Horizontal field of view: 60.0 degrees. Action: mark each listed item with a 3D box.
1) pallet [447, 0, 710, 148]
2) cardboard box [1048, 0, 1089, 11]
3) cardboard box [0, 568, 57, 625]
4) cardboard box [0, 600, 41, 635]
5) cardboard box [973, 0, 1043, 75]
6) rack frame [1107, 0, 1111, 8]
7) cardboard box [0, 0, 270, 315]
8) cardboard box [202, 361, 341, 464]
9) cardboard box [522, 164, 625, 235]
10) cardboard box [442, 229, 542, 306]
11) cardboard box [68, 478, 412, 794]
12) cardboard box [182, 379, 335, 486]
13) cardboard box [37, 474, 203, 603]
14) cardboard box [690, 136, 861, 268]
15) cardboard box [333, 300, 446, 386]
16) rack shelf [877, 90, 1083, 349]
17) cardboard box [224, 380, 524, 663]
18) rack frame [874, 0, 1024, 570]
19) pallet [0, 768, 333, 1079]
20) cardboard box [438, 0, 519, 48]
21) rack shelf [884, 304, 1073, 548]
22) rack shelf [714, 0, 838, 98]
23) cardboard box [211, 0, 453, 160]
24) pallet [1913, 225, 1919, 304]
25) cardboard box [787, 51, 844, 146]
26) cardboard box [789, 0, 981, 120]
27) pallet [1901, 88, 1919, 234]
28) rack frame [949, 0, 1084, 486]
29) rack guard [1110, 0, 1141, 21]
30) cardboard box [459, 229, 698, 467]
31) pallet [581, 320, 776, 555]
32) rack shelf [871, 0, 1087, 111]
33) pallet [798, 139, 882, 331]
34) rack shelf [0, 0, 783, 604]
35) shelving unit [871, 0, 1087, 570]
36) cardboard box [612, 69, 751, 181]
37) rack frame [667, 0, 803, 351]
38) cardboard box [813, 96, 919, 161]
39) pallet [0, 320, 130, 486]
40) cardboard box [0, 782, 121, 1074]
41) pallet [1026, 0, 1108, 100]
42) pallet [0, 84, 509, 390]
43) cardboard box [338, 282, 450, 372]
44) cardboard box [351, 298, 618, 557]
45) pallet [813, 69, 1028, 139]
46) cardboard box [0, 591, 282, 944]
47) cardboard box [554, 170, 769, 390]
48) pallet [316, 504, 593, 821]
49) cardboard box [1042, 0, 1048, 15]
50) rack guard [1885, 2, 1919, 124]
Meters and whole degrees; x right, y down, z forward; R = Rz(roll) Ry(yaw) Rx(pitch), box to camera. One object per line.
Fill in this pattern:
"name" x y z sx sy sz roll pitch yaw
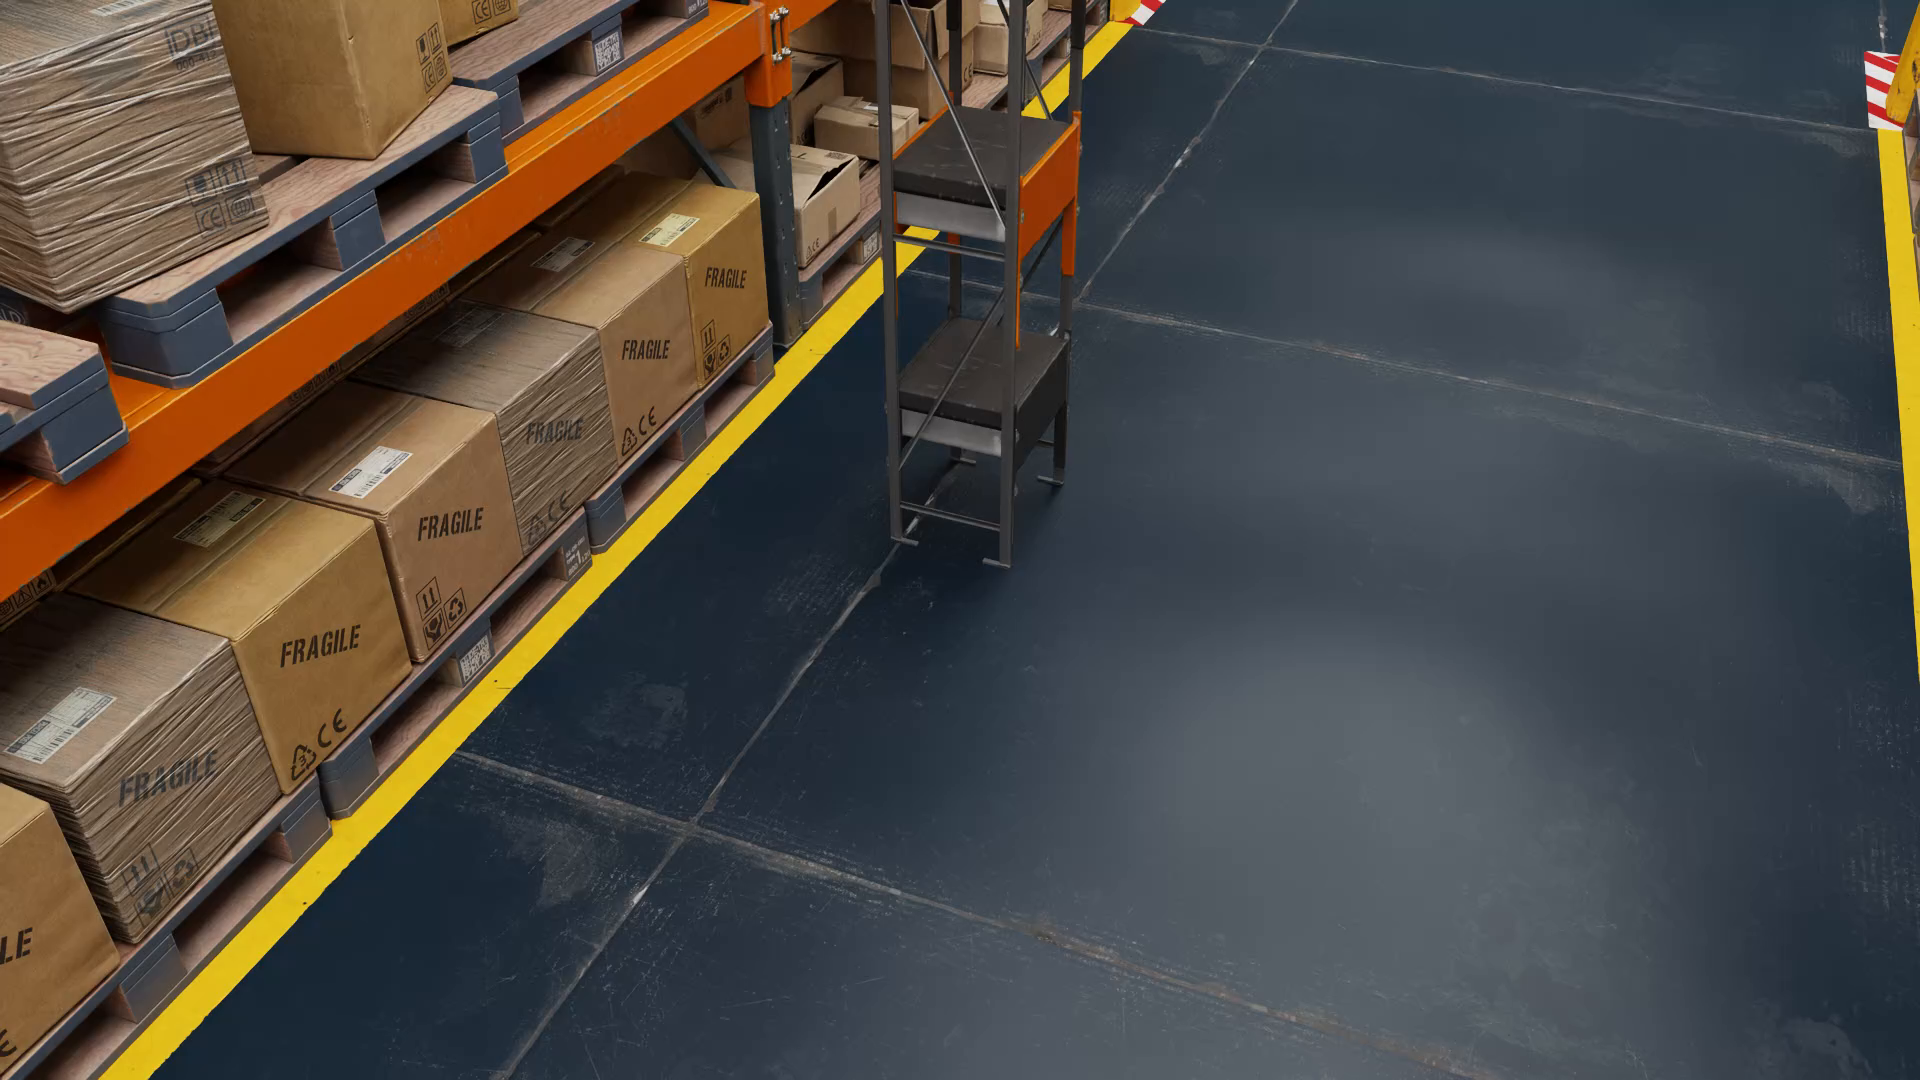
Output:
"pallet" -1.483 -1.560 4.992 1.003 0.211 1.213 14 39 18
"cardboard box" 0.465 -3.087 8.595 0.500 0.500 0.500 14 39 18
"cardboard box" -2.444 0.082 3.730 0.500 0.250 0.500 15 39 19
"cardboard box" -2.462 0.414 3.911 0.500 0.500 0.500 15 39 20
"cardboard box" 0.075 -2.468 7.975 0.500 0.250 0.500 14 39 18
"rack frame" 0.444 -4.269 8.456 1.000 3.000 0.127 14 39 18
"cardboard box" -1.940 -0.885 3.495 0.700 0.500 0.500 21 42 26
"cardboard box" -2.059 -0.486 4.489 0.500 0.250 0.500 13 39 17
"cardboard box" -1.488 -1.017 5.826 0.500 0.500 0.500 12 38 16
"cardboard box" -1.680 -0.719 5.427 0.500 0.500 0.500 14 39 18
"cardboard box" -1.773 0.231 4.156 0.500 0.500 0.500 13 39 17
"cardboard box" -2.070 -0.164 4.685 0.500 0.500 0.500 12 39 16
"cardboard box" -2.264 0.128 4.294 0.500 0.500 0.500 12 39 16
"cardboard box" -0.719 -1.337 6.411 0.500 0.311 0.500 14 39 18
"cardboard box" -1.877 -0.444 5.059 0.500 0.500 0.500 14 39 18
"rack shelf" 0.063 -0.922 4.752 0.431 0.518 0.480 14 39 18
"cardboard box" -1.580 -0.059 4.544 0.500 0.500 0.500 13 39 16
"rack frame" -0.030 -0.798 4.563 0.400 2.100 0.015 14 39 18
"pallet" -2.281 0.872 3.906 1.003 0.211 1.213 14 39 18
"cardboard box" -1.668 -1.656 4.526 0.700 0.500 0.500 20 41 25
"rack shelf" 0.063 -0.361 5.171 0.431 0.518 0.480 14 39 18
"rack shelf" -0.317 -2.874 7.190 1.077 0.370 4.000 14 39 18
"cardboard box" -1.693 -1.270 4.010 0.700 0.500 0.500 5 37 6
"pallet" 4.208 -0.901 6.279 1.003 0.211 1.213 14 39 18
"cardboard box" -0.838 -1.949 7.230 0.500 0.311 0.500 14 39 18
"cardboard box" -0.368 -2.272 7.502 0.797 0.503 0.637 14 39 18
"pallet" 4.673 -1.574 7.179 1.003 0.211 1.213 14 39 18
"rack frame" 0.156 -1.068 4.925 0.400 2.100 0.015 14 39 18
"rack guard" 0.415 -3.226 9.148 1.175 0.500 0.348 14 39 18
"cardboard box" -1.197 -0.619 5.293 0.500 0.500 0.500 14 39 18
"pallet" -1.353 -0.478 5.714 1.003 0.211 1.213 14 39 18
"rack shelf" 0.063 -1.482 4.333 0.431 0.518 0.480 14 39 18
"pallet" -0.816 -1.317 6.836 1.003 0.211 1.213 14 39 18
"rack shelf" -1.839 -0.659 4.227 1.077 0.370 4.000 14 39 18
"shelving unit" 0.063 -0.933 4.744 0.431 2.100 0.503 14 39 18
"cardboard box" -1.124 -1.609 6.618 0.500 0.500 0.500 14 39 18
"rack frame" -1.078 -2.054 5.493 1.000 3.000 0.127 14 39 18
"cardboard box" -0.399 -1.760 7.098 0.380 0.166 0.250 14 39 18
"pallet" -2.407 -0.154 3.111 1.213 0.211 1.003 14 39 18
"cardboard box" -2.163 0.798 3.397 0.500 0.500 0.500 15 39 20
"pallet" 0.112 -2.668 8.644 1.003 0.211 1.213 14 39 18
"pallet" -1.865 -0.841 4.029 1.003 0.211 1.213 14 39 18
"cardboard box" -1.868 -0.764 4.860 0.500 0.250 0.500 14 39 18
"cardboard box" -1.388 -0.342 4.922 0.500 0.500 0.500 14 39 18
"pallet" -0.353 -1.995 7.743 1.003 0.211 1.213 14 39 18
"cardboard box" -1.969 0.507 3.786 0.500 0.500 0.500 12 39 16
"cardboard box" -1.001 -0.891 5.657 0.500 0.500 0.500 14 39 17
"pallet" -1.816 0.199 4.807 1.003 0.211 1.213 14 39 18
"cardboard box" 0.227 -2.749 8.422 0.380 0.166 0.250 14 39 18
"rack guard" 5.020 -2.154 7.714 1.175 0.500 0.348 14 39 18
